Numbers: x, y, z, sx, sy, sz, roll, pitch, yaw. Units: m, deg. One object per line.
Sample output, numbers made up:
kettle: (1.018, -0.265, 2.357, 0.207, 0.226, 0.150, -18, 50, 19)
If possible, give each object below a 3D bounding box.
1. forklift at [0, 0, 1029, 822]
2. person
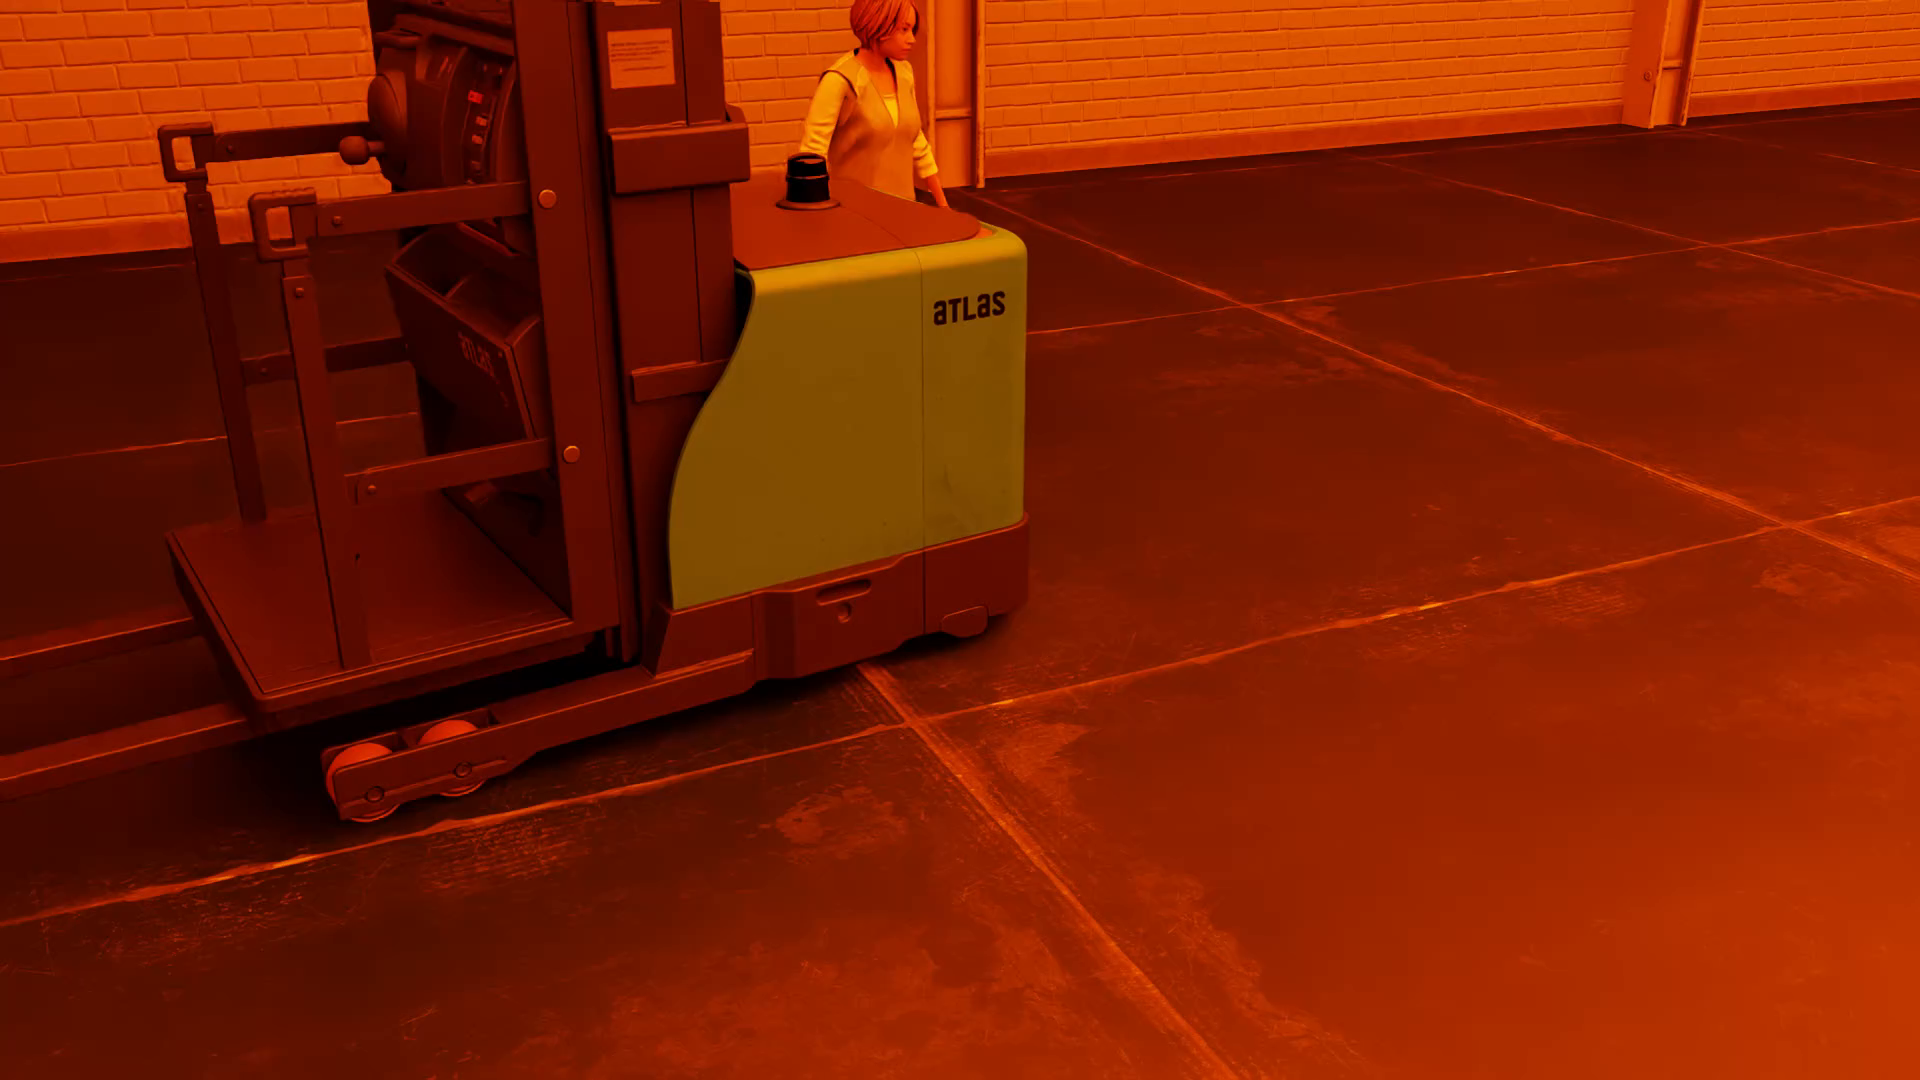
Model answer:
forklift: (-1.330, -0.970, 3.621, 3.031, 2.935, 1.130, -14, 26, -30)
person: (-0.269, -1.056, 5.614, 0.346, 1.568, 0.690, 19, 29, 38)
